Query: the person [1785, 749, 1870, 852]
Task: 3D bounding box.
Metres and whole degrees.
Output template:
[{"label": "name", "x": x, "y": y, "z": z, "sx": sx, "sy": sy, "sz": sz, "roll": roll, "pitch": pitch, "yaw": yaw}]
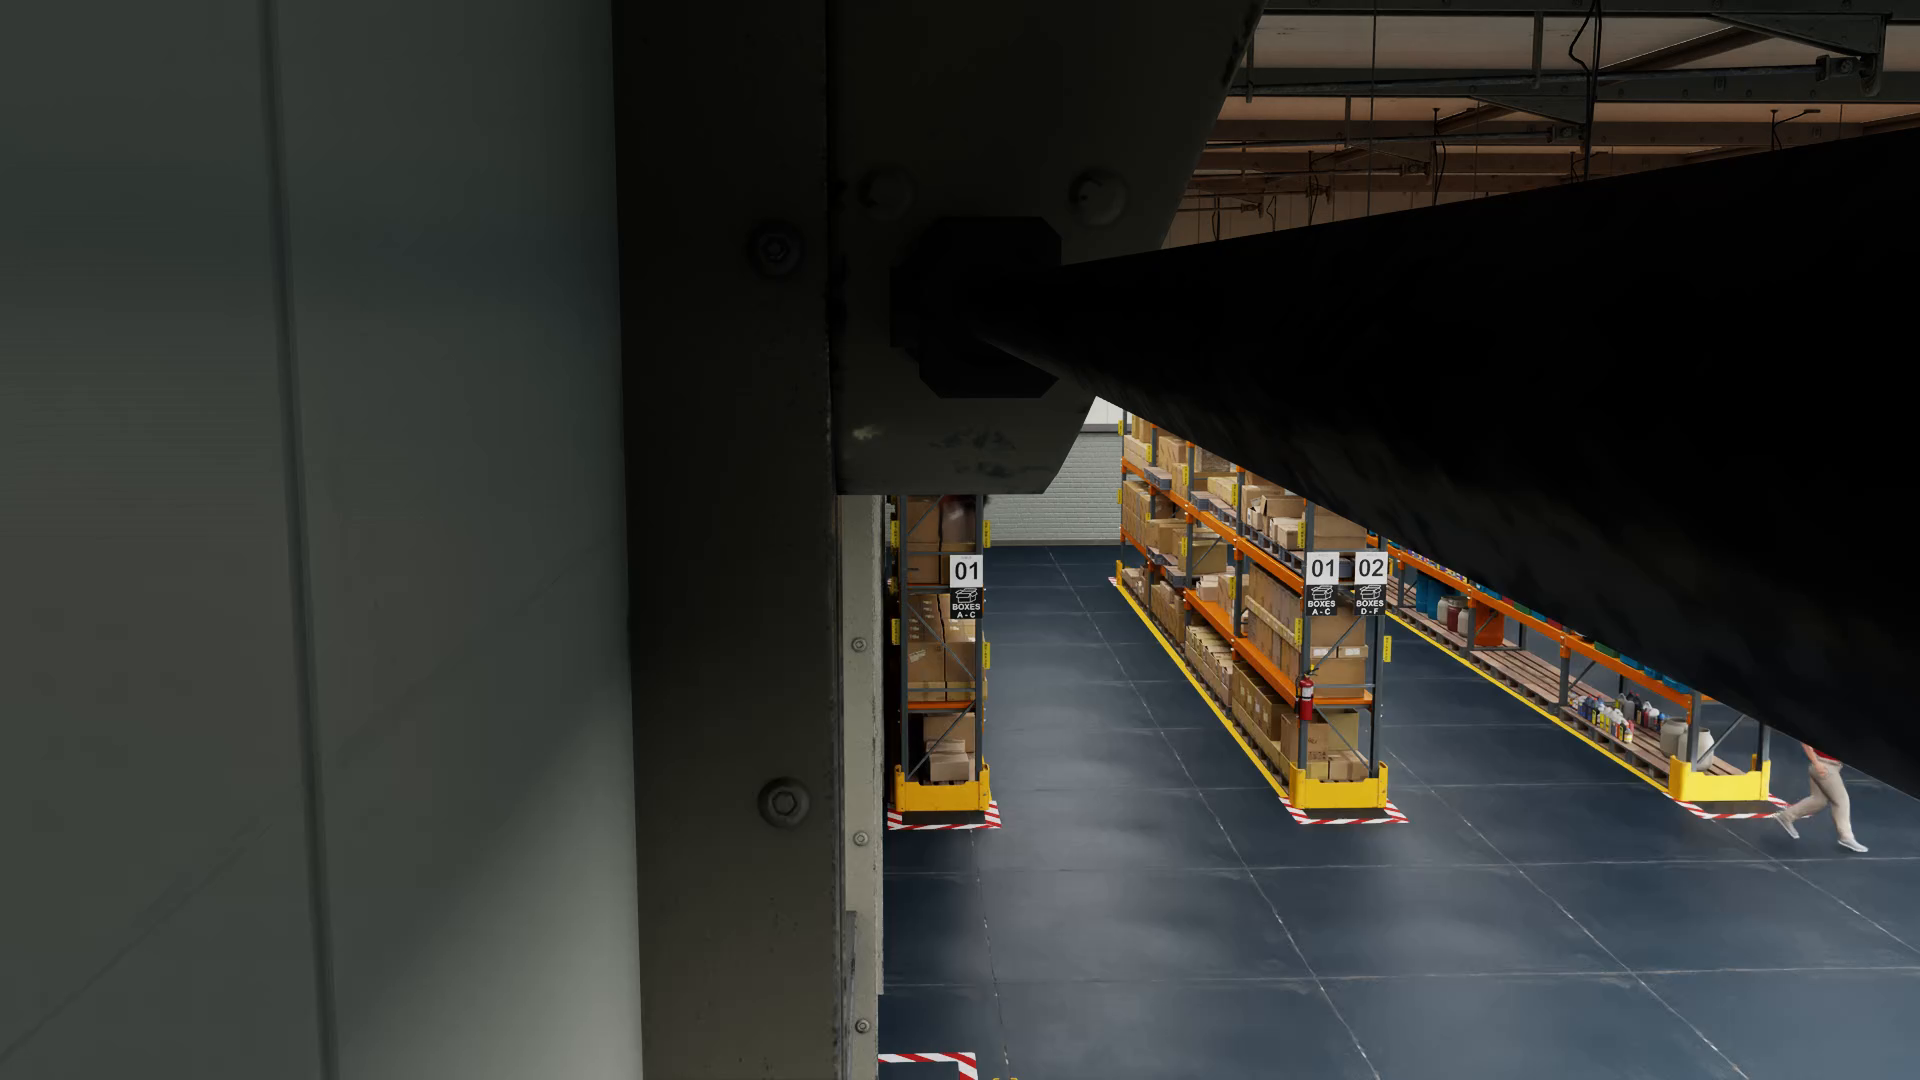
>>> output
[{"label": "person", "x": 10.051, "y": 2.694, "z": 19.169, "sx": 0.896, "sy": 1.723, "sz": 0.680, "roll": 5, "pitch": 10, "yaw": 29}]
